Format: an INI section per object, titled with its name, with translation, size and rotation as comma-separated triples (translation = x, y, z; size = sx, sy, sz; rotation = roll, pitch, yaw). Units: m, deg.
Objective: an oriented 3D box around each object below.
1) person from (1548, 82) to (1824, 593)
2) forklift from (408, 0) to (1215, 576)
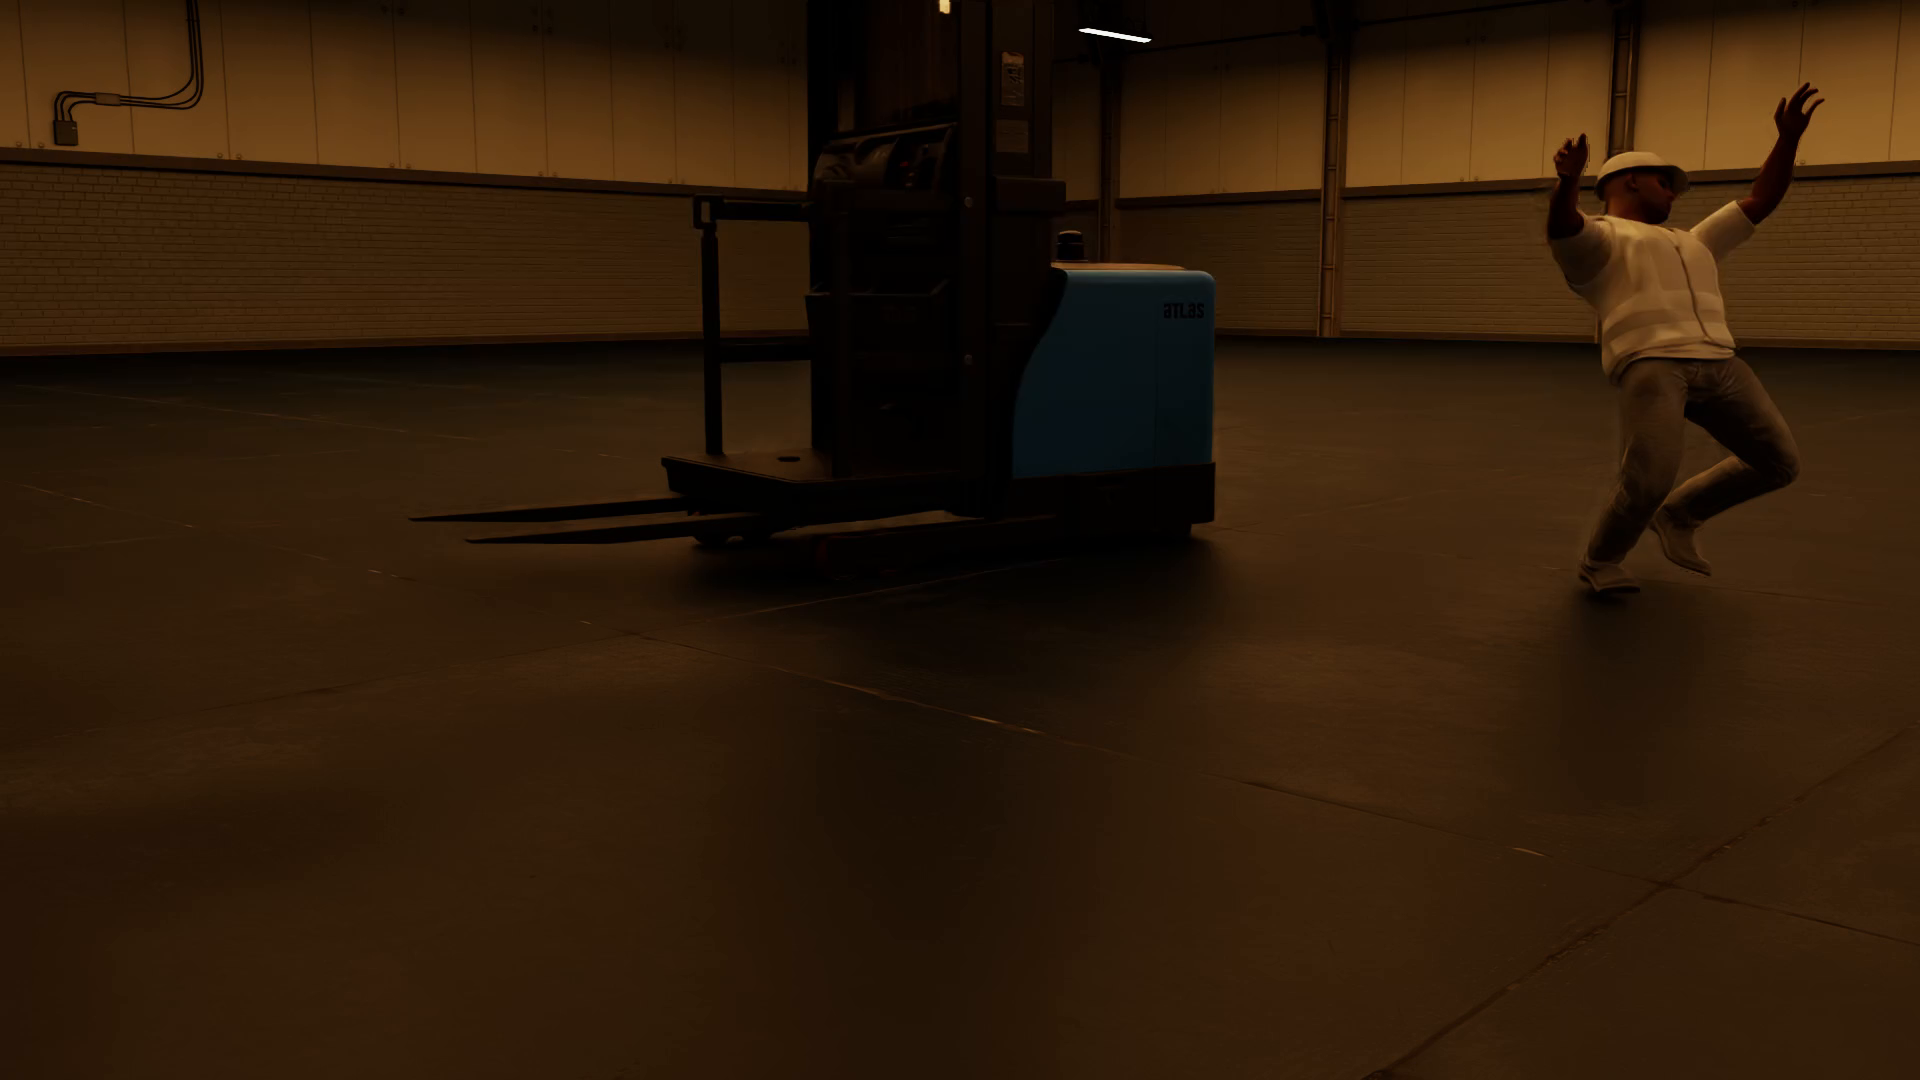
[person]
translation = 2.157, -0.640, 5.400
size = 1.089, 1.622, 0.702
rotation = -4, 9, -25
[forklift]
translation = -0.470, -1.393, 6.126
size = 3.031, 2.935, 1.130
rotation = -6, 10, -34
